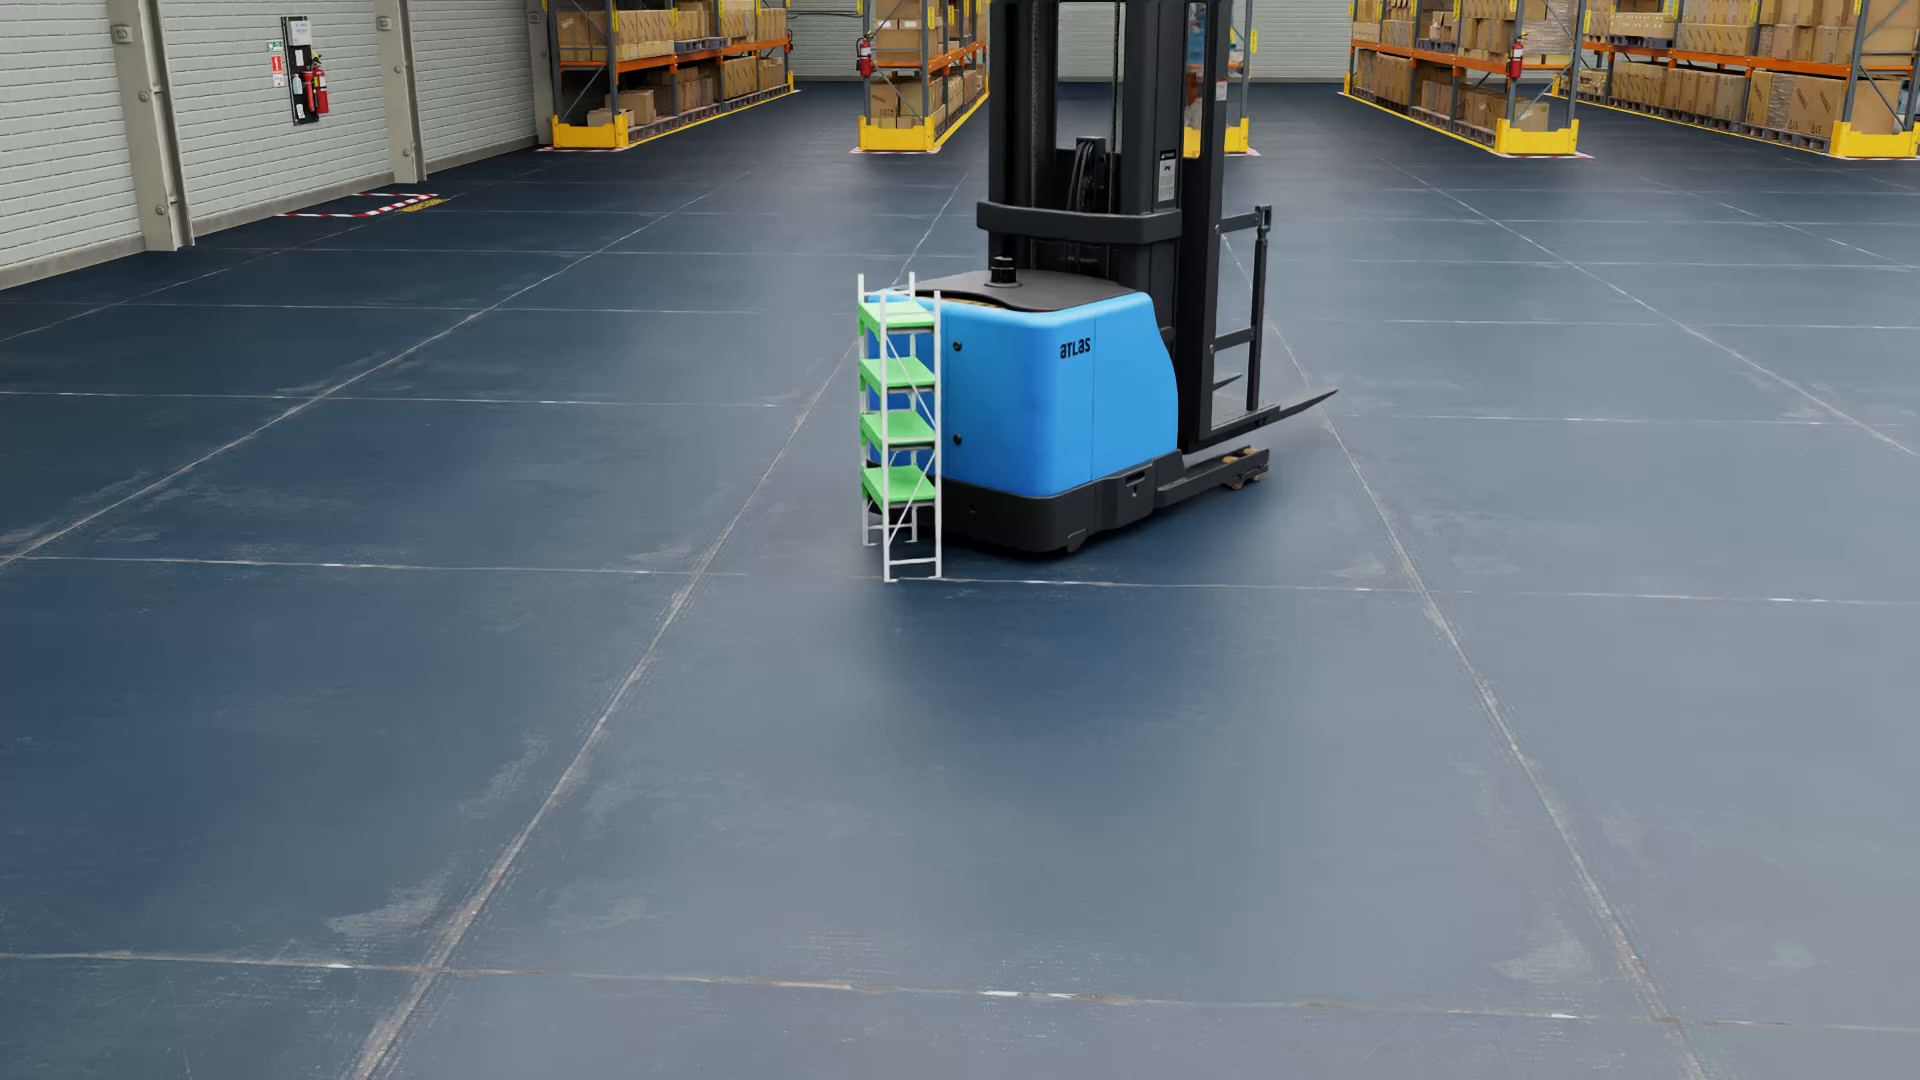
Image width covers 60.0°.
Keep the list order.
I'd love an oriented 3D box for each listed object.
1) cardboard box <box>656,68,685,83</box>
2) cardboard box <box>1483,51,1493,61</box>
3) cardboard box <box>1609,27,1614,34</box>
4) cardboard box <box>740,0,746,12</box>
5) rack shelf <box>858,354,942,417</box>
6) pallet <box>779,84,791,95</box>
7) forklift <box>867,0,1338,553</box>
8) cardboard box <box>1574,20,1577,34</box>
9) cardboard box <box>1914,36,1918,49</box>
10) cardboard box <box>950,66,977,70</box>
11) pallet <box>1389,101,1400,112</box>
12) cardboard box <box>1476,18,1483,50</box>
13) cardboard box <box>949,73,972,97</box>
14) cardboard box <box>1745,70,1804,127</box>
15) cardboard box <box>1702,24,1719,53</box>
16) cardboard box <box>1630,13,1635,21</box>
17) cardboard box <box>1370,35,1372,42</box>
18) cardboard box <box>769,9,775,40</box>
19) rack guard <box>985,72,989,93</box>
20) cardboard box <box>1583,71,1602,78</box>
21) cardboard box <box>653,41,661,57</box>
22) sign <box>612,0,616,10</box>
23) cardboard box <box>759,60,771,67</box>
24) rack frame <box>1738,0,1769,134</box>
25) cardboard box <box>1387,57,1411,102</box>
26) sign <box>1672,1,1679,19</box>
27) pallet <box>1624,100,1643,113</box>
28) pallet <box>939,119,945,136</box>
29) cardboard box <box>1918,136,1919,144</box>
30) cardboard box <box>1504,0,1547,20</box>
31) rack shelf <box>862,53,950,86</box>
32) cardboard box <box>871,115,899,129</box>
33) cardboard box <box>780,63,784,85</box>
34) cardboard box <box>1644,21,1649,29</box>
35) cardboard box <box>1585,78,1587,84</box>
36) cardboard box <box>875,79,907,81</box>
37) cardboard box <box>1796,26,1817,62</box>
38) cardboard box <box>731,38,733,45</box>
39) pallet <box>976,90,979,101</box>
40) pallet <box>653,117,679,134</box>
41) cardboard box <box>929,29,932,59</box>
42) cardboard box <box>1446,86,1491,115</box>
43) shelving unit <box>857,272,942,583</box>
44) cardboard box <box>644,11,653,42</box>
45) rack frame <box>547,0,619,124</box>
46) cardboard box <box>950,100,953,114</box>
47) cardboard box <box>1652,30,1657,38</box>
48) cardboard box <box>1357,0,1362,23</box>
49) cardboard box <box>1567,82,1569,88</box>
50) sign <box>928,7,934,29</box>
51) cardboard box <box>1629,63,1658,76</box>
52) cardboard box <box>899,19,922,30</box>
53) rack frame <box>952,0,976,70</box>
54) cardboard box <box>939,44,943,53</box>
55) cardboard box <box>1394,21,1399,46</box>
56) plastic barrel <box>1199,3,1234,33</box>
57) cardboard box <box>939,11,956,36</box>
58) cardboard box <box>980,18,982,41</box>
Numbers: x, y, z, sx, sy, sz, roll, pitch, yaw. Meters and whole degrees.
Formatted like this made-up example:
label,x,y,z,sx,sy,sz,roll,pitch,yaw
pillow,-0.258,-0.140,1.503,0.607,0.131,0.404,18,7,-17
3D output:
label,x,y,z,sx,sy,sz,roll,pitch,yaw
cardboard box,-5.555,-8.878,31.803,0.500,0.250,0.500,1,18,2
cardboard box,8.699,-7.841,26.938,0.380,0.149,0.250,1,18,4
cardboard box,14.195,-10.952,35.757,0.380,0.149,0.250,0,18,1
cardboard box,-4.941,-11.544,35.962,0.500,0.250,0.500,2,18,5
rack shelf,-0.254,-0.645,6.897,0.258,0.148,0.480,-4,19,-13
pallet,-4.772,-11.124,41.034,1.003,0.211,1.213,1,18,4
forklift,0.896,-1.727,7.986,1.130,2.935,3.031,14,23,37
cardboard box,14.648,-12.115,38.940,0.500,0.500,0.500,1,18,4
cardboard box,19.117,-9.754,32.613,0.500,0.250,0.500,1,18,2
cardboard box,-0.009,-10.954,39.339,0.797,0.503,0.637,1,18,4
pallet,9.677,-9.179,35.098,1.003,0.211,1.213,1,18,4
cardboard box,9.068,-8.379,27.540,0.875,0.500,0.500,1,18,4
cardboard box,-0.003,-9.742,35.646,0.500,0.500,0.500,1,18,2
cardboard box,13.994,-7.495,28.217,0.875,0.875,0.875,2,18,5
cardboard box,13.986,-9.186,30.480,0.500,0.500,0.500,1,18,3
cardboard box,14.103,-10.833,34.439,0.380,0.149,0.250,2,18,6
cardboard box,9.492,-11.348,37.641,0.380,0.149,0.250,2,18,5
cardboard box,-4.924,-12.221,39.420,0.980,0.700,0.700,0,18,1
rack guard,0.143,-11.379,41.346,1.175,0.500,0.348,1,18,4
cardboard box,14.468,-10.634,38.008,0.380,0.149,0.250,1,18,2
cardboard box,-5.450,-8.446,28.590,0.500,0.250,0.500,1,18,4
sign,-6.207,-9.534,29.843,0.100,0.325,0.005,1,18,4
cardboard box,-4.680,-11.272,39.303,0.380,0.149,0.250,1,18,2
rack frame,14.108,-8.499,28.543,1.000,3.000,0.127,1,18,4
cardboard box,9.597,-9.564,34.531,1.225,0.875,0.875,1,18,4
sign,13.853,-10.263,32.194,0.100,0.325,0.005,1,18,4
pallet,14.543,-9.037,34.662,1.003,0.211,1.213,1,18,4
pallet,-0.811,-7.292,29.338,1.003,0.211,1.213,1,18,4
cardboard box,15.822,-6.625,27.214,0.396,0.266,0.258,4,19,13
cardboard box,8.675,-8.239,25.506,0.500,0.500,0.500,1,18,4
rack shelf,-0.855,-7.900,27.871,1.077,0.370,4.000,1,18,4
cardboard box,-1.255,-6.687,26.755,0.500,0.250,0.500,1,18,4
cardboard box,-4.743,-11.492,41.017,0.700,0.500,0.500,1,18,4
cardboard box,14.029,-10.369,33.501,0.380,0.149,0.250,1,18,4
cardboard box,14.612,-10.563,38.267,0.380,0.149,0.250,2,18,7
cardboard box,-1.163,-7.510,28.061,0.500,0.500,0.500,1,18,4
cardboard box,13.983,-7.952,26.633,0.875,0.550,0.500,1,18,4
cardboard box,-5.047,-10.602,35.334,0.380,0.149,0.250,2,18,5
pallet,-0.088,-10.236,38.323,1.003,0.211,1.213,1,18,4
pallet,-5.666,-7.438,29.784,1.003,0.211,1.213,1,18,4
cardboard box,-0.844,-8.294,27.757,0.700,0.500,0.500,2,18,6
cardboard box,9.287,-8.000,30.329,0.700,0.500,0.500,1,18,4
shelving unit,-0.254,-0.477,6.952,0.258,1.200,0.503,-4,19,-13
cardboard box,-5.492,-8.641,27.980,0.500,0.500,0.500,2,18,6
rack frame,-5.940,-7.730,26.198,1.000,3.000,0.127,1,18,4
cardboard box,-0.398,-8.035,30.868,0.500,0.250,0.500,2,18,5
cardboard box,13.992,-10.062,33.042,0.380,0.149,0.250,1,18,4
cardboard box,9.689,-12.496,39.301,0.500,0.500,0.500,1,18,3
cardboard box,14.675,-10.832,39.567,0.380,0.149,0.250,1,18,4
sign,-0.446,-8.056,25.673,0.100,0.325,0.005,1,18,4
cardboard box,14.289,-9.804,34.662,0.500,0.250,0.500,2,18,6
cardboard box,-0.756,-8.094,26.104,0.380,0.149,0.250,1,18,4
rack frame,-0.139,-11.348,37.238,1.000,3.000,0.127,1,18,4
cardboard box,-0.445,-9.015,30.520,0.380,0.149,0.250,1,18,4
cardboard box,9.356,-10.564,34.684,0.500,0.500,0.500,2,18,5
plastic barrel,4.558,-9.103,29.582,0.600,0.901,0.708,1,18,4
cardboard box,-0.493,-10.551,33.970,0.700,0.500,0.500,-5,19,-15
cardboard box,0.241,-11.862,38.646,0.500,0.500,0.500,1,18,4
